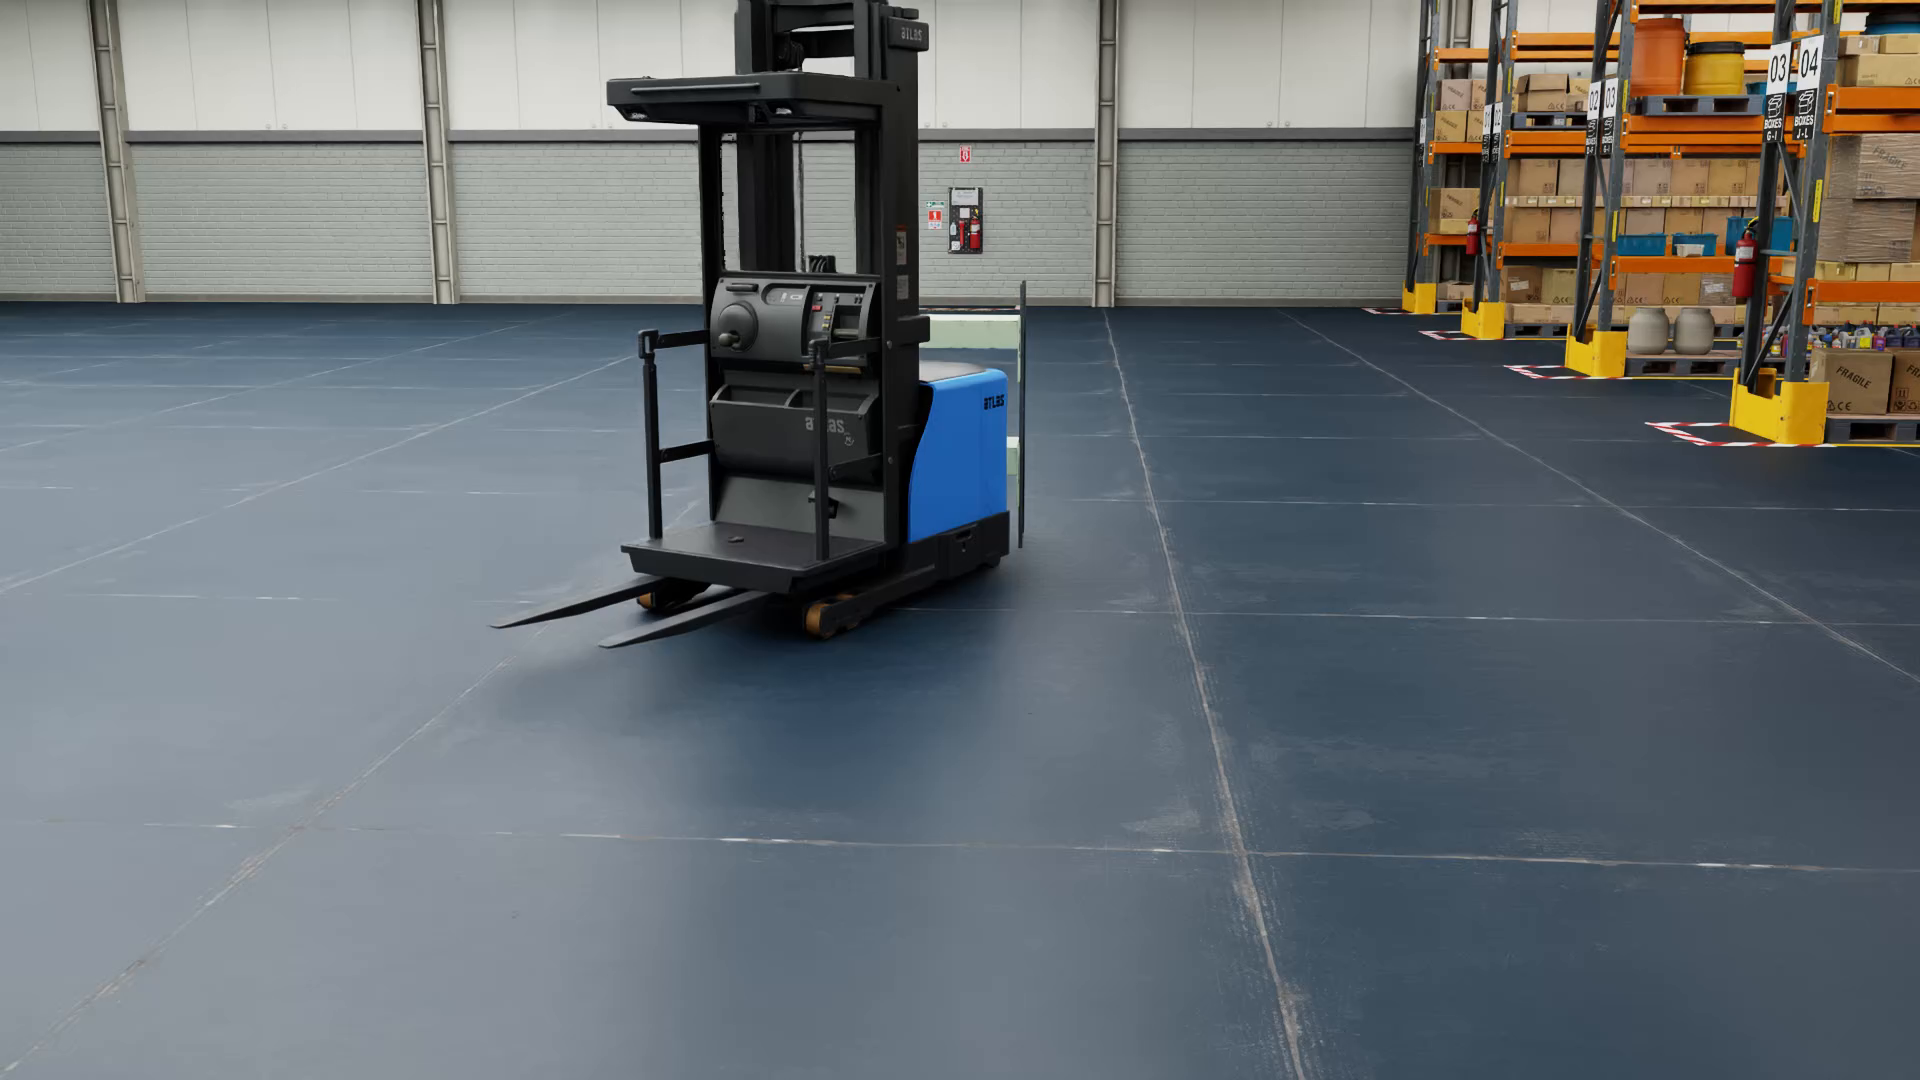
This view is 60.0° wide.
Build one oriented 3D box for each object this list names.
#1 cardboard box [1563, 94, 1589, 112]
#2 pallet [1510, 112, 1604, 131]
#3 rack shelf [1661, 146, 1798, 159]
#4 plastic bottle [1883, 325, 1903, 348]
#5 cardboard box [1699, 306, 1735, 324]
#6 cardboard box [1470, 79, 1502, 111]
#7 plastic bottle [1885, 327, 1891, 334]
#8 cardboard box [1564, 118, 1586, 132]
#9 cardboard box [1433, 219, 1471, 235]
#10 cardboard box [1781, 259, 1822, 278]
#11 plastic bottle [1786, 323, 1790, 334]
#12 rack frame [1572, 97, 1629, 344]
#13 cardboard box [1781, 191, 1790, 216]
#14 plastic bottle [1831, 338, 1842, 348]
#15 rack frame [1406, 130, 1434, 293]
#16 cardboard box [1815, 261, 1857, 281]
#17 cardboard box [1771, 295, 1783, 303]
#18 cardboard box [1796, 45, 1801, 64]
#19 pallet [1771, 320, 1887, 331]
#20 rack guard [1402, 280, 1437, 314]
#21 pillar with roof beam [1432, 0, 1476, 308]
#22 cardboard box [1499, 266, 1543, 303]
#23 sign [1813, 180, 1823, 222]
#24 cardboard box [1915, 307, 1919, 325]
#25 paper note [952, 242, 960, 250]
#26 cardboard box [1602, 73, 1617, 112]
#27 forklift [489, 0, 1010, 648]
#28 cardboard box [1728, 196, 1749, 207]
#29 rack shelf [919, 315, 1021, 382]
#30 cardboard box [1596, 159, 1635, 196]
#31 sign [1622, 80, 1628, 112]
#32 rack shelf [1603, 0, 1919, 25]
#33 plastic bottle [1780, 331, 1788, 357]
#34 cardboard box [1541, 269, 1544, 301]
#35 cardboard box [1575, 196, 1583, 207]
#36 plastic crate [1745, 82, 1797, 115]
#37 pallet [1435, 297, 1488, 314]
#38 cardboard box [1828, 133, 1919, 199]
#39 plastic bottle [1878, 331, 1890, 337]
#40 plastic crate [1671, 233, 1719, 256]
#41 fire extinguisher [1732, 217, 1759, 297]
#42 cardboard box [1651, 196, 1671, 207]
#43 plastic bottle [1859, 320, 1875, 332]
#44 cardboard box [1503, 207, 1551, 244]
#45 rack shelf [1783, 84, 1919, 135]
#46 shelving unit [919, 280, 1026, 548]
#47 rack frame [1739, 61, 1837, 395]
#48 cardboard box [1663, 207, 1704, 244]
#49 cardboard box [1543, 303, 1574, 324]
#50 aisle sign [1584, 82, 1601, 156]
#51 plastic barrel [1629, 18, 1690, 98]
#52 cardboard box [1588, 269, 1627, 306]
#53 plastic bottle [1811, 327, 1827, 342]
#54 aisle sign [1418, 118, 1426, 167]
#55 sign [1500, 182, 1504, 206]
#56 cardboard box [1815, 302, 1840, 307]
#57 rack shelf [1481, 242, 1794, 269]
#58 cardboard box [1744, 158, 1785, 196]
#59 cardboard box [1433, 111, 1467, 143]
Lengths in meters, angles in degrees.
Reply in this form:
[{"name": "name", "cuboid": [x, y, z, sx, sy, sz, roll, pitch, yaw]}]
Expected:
[{"name": "cardboard box", "cuboid": [8.629, -6.092, 23.239, 0.500, 0.250, 0.500, 1, 12, 4]}, {"name": "pallet", "cuboid": [8.166, -5.795, 23.036, 1.213, 0.211, 1.003, 1, 12, 4]}, {"name": "rack shelf", "cuboid": [13.776, -6.431, 27.618, 4.000, 0.370, 1.077, 1, 12, 4]}, {"name": "plastic bottle", "cuboid": [10.265, -2.190, 18.306, 0.185, 0.351, 0.144, 0, 12, 1]}, {"name": "cardboard box", "cuboid": [10.478, -3.161, 23.242, 0.500, 0.250, 0.500, 1, 12, 4]}, {"name": "cardboard box", "cuboid": [8.655, -7.341, 27.477, 0.500, 0.500, 0.500, 1, 12, 3]}, {"name": "plastic bottle", "cuboid": [10.499, -2.275, 18.879, 0.133, 0.283, 0.061, 1, 12, 4]}, {"name": "cardboard box", "cuboid": [10.201, -6.835, 27.499, 0.500, 0.500, 0.500, 0, 12, 2]}, {"name": "cardboard box", "cuboid": [8.255, -5.262, 27.915, 0.500, 0.250, 0.500, 0, 12, 2]}, {"name": "cardboard box", "cuboid": [7.095, -2.277, 13.940, 0.250, 0.149, 0.380, 1, 12, 4]}, {"name": "plastic bottle", "cuboid": [9.543, -2.344, 19.043, 0.185, 0.351, 0.144, 1, 12, 6]}, {"name": "rack frame", "cuboid": [7.128, -3.373, 18.568, 0.127, 3.000, 1.000, 1, 12, 4]}, {"name": "cardboard box", "cuboid": [13.502, -5.581, 27.804, 0.500, 0.500, 0.700, 2, 12, 12]}, {"name": "plastic bottle", "cuboid": [9.662, -2.120, 18.338, 0.097, 0.201, 0.097, 0, 12, 0]}, {"name": "rack frame", "cuboid": [7.790, -5.397, 28.244, 0.127, 3.000, 1.000, 1, 12, 4]}, {"name": "cardboard box", "cuboid": [7.065, -2.186, 13.505, 0.250, 0.149, 0.380, 1, 12, 4]}, {"name": "cardboard box", "cuboid": [11.877, -3.518, 23.579, 0.500, 0.311, 0.500, 1, 12, 4]}, {"name": "cardboard box", "cuboid": [7.095, -4.011, 13.685, 0.250, 0.149, 0.380, 1, 12, 4]}, {"name": "pallet", "cuboid": [12.191, -2.963, 23.419, 1.213, 0.211, 1.003, 1, 12, 4]}, {"name": "rack guard", "cuboid": [7.866, -4.173, 28.495, 0.348, 0.500, 1.175, 1, 12, 4]}, {"name": "pillar with roof beam", "cuboid": [8.258, -7.621, 24.224, 0.400, 9.000, 9.100, 1, 12, 4]}, {"name": "cardboard box", "cuboid": [8.017, -3.665, 23.823, 0.500, 0.500, 0.500, 1, 12, 4]}, {"name": "sign", "cuboid": [6.761, -2.674, 13.112, 0.005, 0.325, 0.100, 1, 12, 4]}, {"name": "cardboard box", "cuboid": [13.374, -3.113, 23.014, 0.500, 0.250, 0.500, 1, 12, 5]}, {"name": "paper note", "cuboid": [-0.076, -5.273, 29.803, 0.142, 0.148, 0.016, 1, 12, 4]}, {"name": "cardboard box", "cuboid": [9.101, -6.098, 22.655, 0.500, 0.500, 0.500, 1, 12, 4]}, {"name": "forklift", "cuboid": [-0.916, -1.090, 7.822, 1.130, 2.935, 3.031, 7, 14, 30]}, {"name": "cardboard box", "cuboid": [10.660, -4.664, 22.909, 0.250, 0.149, 0.380, 0, 12, 2]}, {"name": "rack shelf", "cuboid": [-0.007, -1.116, 9.535, 0.720, 0.370, 0.431, 1, 12, 4]}, {"name": "cardboard box", "cuboid": [9.008, -5.047, 23.155, 0.500, 0.500, 0.700, 1, 12, 4]}, {"name": "sign", "cuboid": [7.087, -4.734, 17.723, 0.005, 0.325, 0.100, 1, 12, 4]}, {"name": "rack shelf", "cuboid": [9.123, -5.734, 17.938, 4.000, 0.370, 1.077, 1, 12, 4]}, {"name": "plastic bottle", "cuboid": [9.141, -2.164, 18.346, 0.133, 0.283, 0.061, 1, 12, 5]}, {"name": "cardboard box", "cuboid": [9.772, -4.333, 28.187, 0.500, 0.500, 0.700, 0, 12, 0]}, {"name": "cardboard box", "cuboid": [8.604, -4.692, 23.042, 0.250, 0.149, 0.380, 1, 12, 3]}, {"name": "plastic crate", "cuboid": [9.050, -4.869, 18.432, 0.575, 0.384, 0.392, 1, 12, 4]}, {"name": "pallet", "cuboid": [8.674, -4.013, 28.437, 1.213, 0.211, 1.003, 1, 12, 4]}, {"name": "cardboard box", "cuboid": [7.327, -2.982, 13.286, 0.500, 0.500, 0.500, 1, 12, 4]}, {"name": "plastic bottle", "cuboid": [10.250, -2.184, 18.460, 0.135, 0.276, 0.152, 1, 12, 4]}, {"name": "plastic crate", "cuboid": [8.295, -3.345, 18.795, 0.408, 0.251, 0.499, 1, 12, 4]}, {"name": "fire extinguisher", "cuboid": [6.713, -2.419, 14.197, 0.183, 0.674, 0.296, 1, 12, 4]}, {"name": "cardboard box", "cuboid": [9.636, -4.678, 22.975, 0.250, 0.149, 0.380, 1, 12, 6]}, {"name": "plastic bottle", "cuboid": [10.341, -2.333, 18.991, 0.185, 0.351, 0.144, 1, 12, 5]}, {"name": "cardboard box", "cuboid": [7.927, -4.425, 23.352, 0.500, 0.500, 0.700, 1, 12, 4]}, {"name": "rack shelf", "cuboid": [8.792, -3.450, 13.367, 4.000, 0.370, 1.077, 1, 12, 4]}, {"name": "shelving unit", "cuboid": [-0.007, -0.734, 9.615, 0.755, 1.500, 0.431, 1, 12, 4]}, {"name": "rack frame", "cuboid": [6.797, -2.361, 13.731, 0.127, 3.000, 1.000, 1, 12, 4]}, {"name": "cardboard box", "cuboid": [9.983, -4.398, 23.221, 0.500, 0.500, 0.700, 1, 12, 5]}, {"name": "cardboard box", "cuboid": [8.482, -3.186, 23.363, 0.500, 0.250, 0.500, 1, 12, 4]}, {"name": "aisle sign", "cuboid": [7.076, -4.707, 18.597, 0.004, 0.787, 0.394, 1, 12, 4]}, {"name": "plastic barrel", "cuboid": [7.621, -5.277, 18.266, 0.708, 0.830, 0.600, 1, 12, 4]}, {"name": "cardboard box", "cuboid": [8.981, -3.548, 23.264, 0.500, 0.500, 0.500, 1, 12, 4]}, {"name": "plastic bottle", "cuboid": [9.744, -2.274, 18.892, 0.135, 0.276, 0.152, 1, 12, 4]}, {"name": "aisle sign", "cuboid": [7.698, -6.609, 27.689, 0.004, 0.787, 0.394, 1, 12, 4]}, {"name": "sign", "cuboid": [7.419, -4.734, 22.767, 0.005, 0.325, 0.100, 1, 12, 4]}, {"name": "cardboard box", "cuboid": [11.849, -3.408, 23.055, 0.500, 0.311, 0.500, 1, 12, 4]}, {"name": "rack shelf", "cuboid": [9.458, -4.006, 23.348, 4.000, 0.370, 1.077, 1, 12, 4]}, {"name": "cardboard box", "cuboid": [11.010, -5.019, 23.024, 0.500, 0.500, 0.700, 1, 12, 4]}, {"name": "cardboard box", "cuboid": [8.107, -6.869, 27.658, 0.500, 0.500, 0.500, 1, 12, 5]}]
